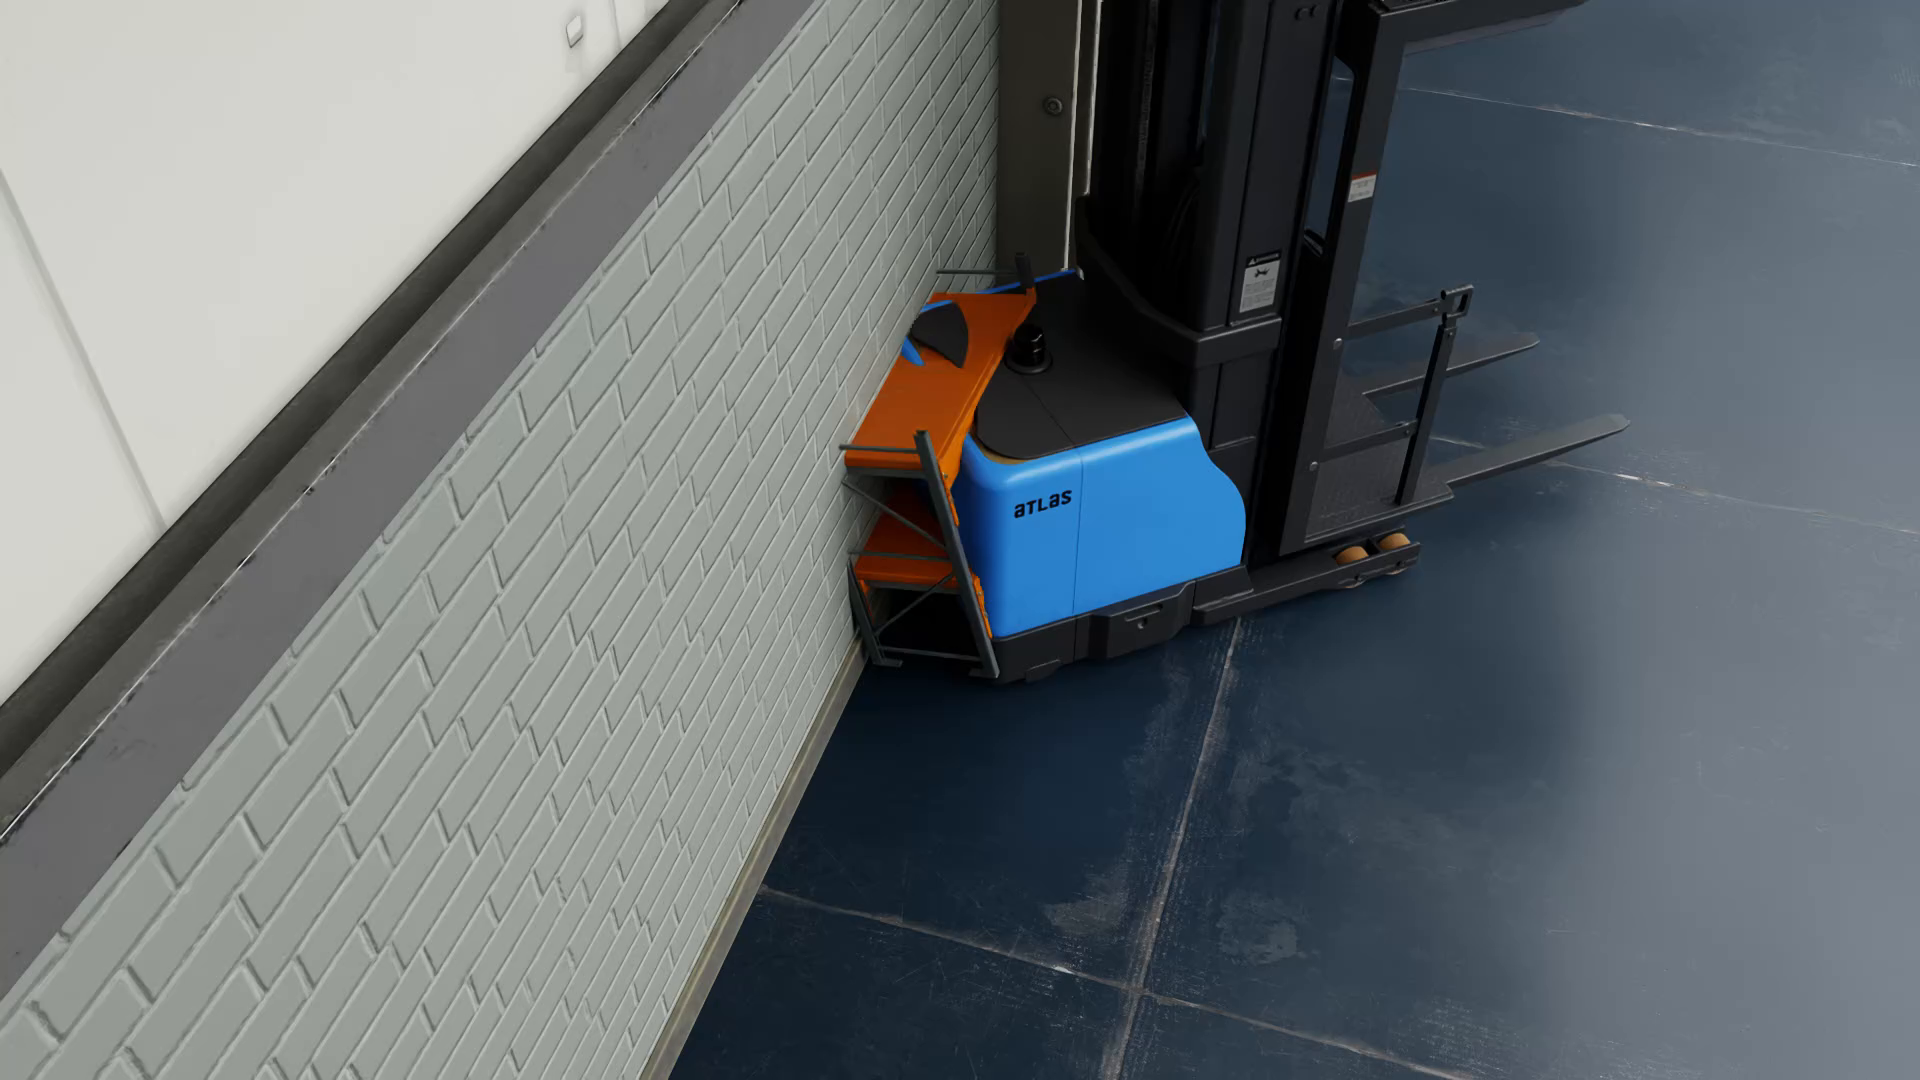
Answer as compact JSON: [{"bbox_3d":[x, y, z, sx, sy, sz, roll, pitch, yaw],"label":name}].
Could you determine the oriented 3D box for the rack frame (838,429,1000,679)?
[{"bbox_3d":[-0.212,0.057,5.743,0.500,1.125,0.032,5,44,23],"label":"rack frame"}]

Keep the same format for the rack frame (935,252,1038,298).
[{"bbox_3d":[0.131,-0.627,6.412,0.500,1.125,0.032,5,44,23],"label":"rack frame"}]

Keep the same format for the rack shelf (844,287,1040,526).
[{"bbox_3d":[-0.104,-0.501,5.890,0.538,0.278,1.000,5,44,23],"label":"rack shelf"}]

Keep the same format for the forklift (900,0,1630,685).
[{"bbox_3d":[1.270,-1.185,5.866,3.031,2.935,1.130,-16,47,-16],"label":"forklift"}]

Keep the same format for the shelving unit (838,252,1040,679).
[{"bbox_3d":[-0.041,-0.285,6.077,0.538,1.125,1.048,5,44,23],"label":"shelving unit"}]

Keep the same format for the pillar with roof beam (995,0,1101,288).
[{"bbox_3d":[4.452,-3.122,3.506,9.100,9.000,0.400,13,46,13],"label":"pillar with roof beam"}]

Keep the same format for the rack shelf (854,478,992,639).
[{"bbox_3d":[0.012,-0.105,6.234,0.538,0.278,1.000,5,44,23],"label":"rack shelf"}]
